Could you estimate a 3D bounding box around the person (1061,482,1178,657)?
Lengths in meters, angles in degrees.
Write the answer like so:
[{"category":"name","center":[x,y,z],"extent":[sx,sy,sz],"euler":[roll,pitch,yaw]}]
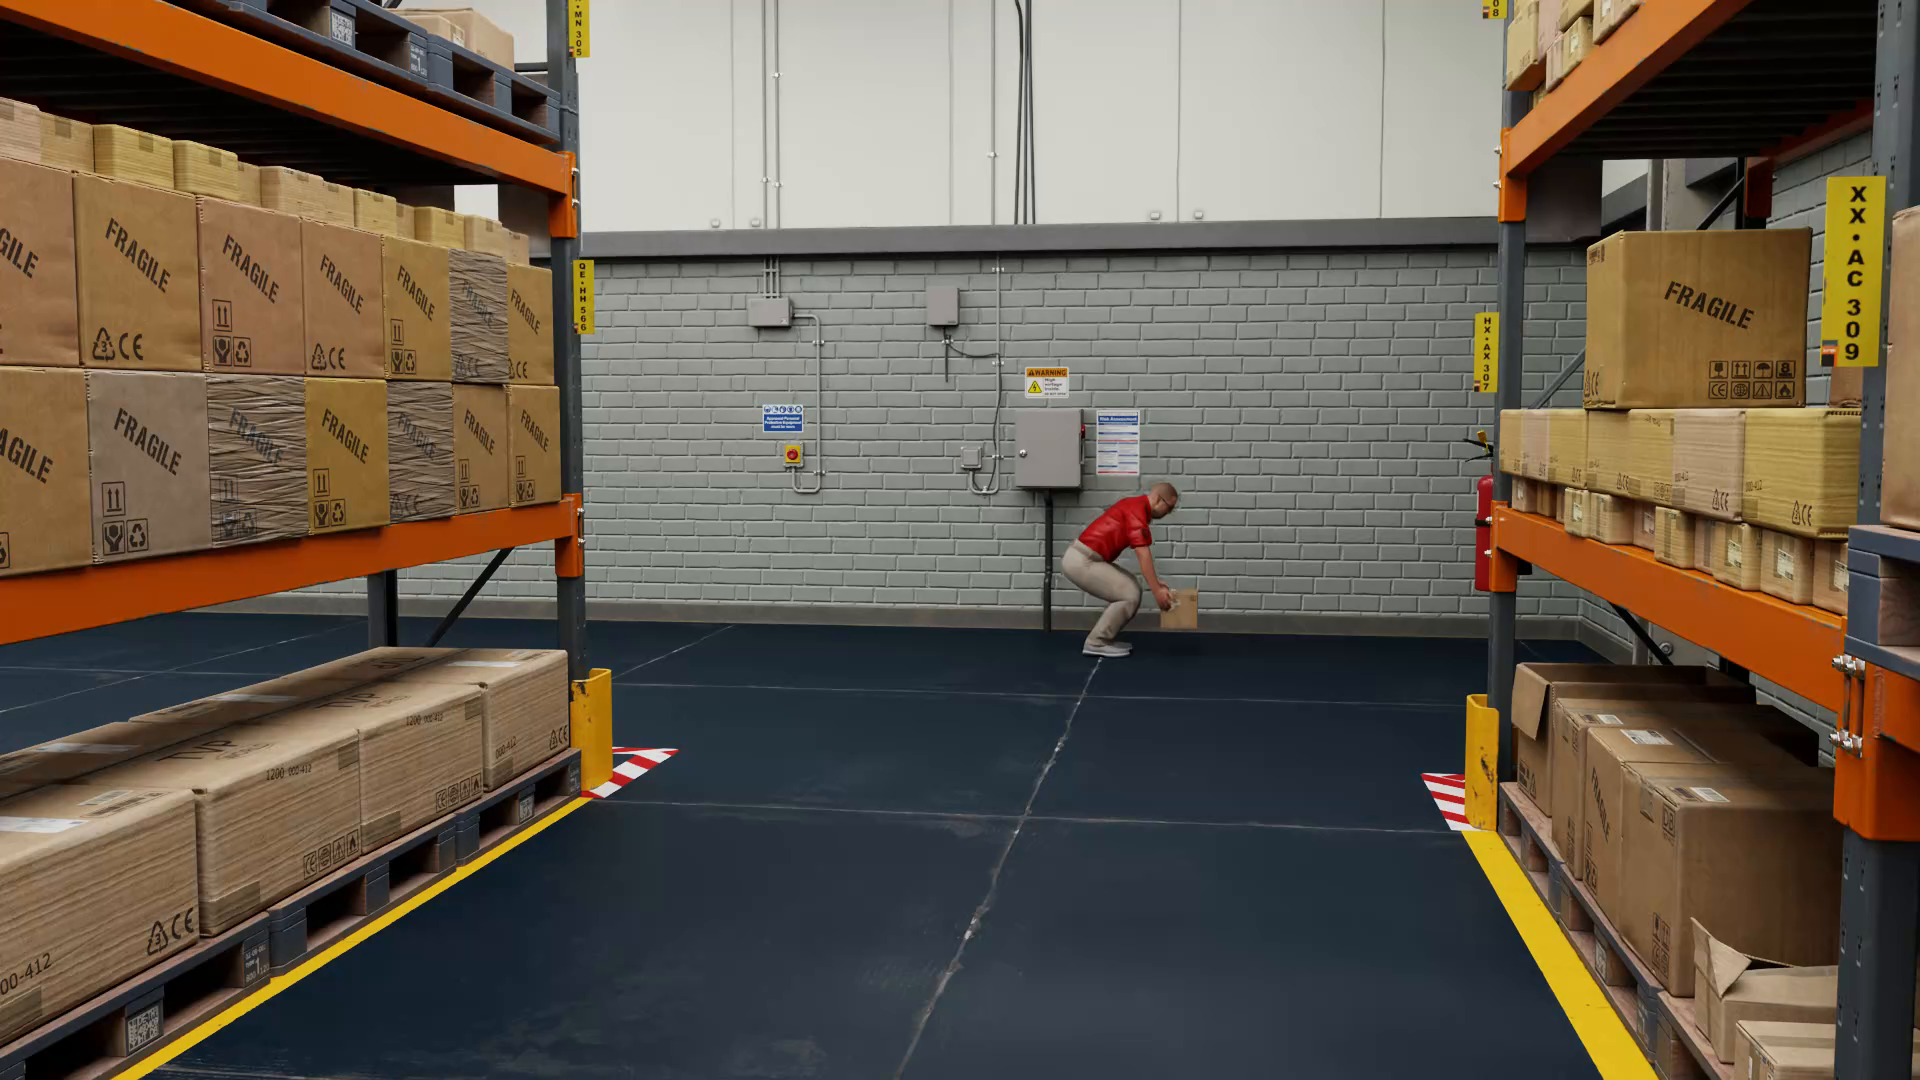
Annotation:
[{"category":"person","center":[1.117,0.196,11.627],"extent":[0.798,1.208,0.581],"euler":[1,4,9]}]
